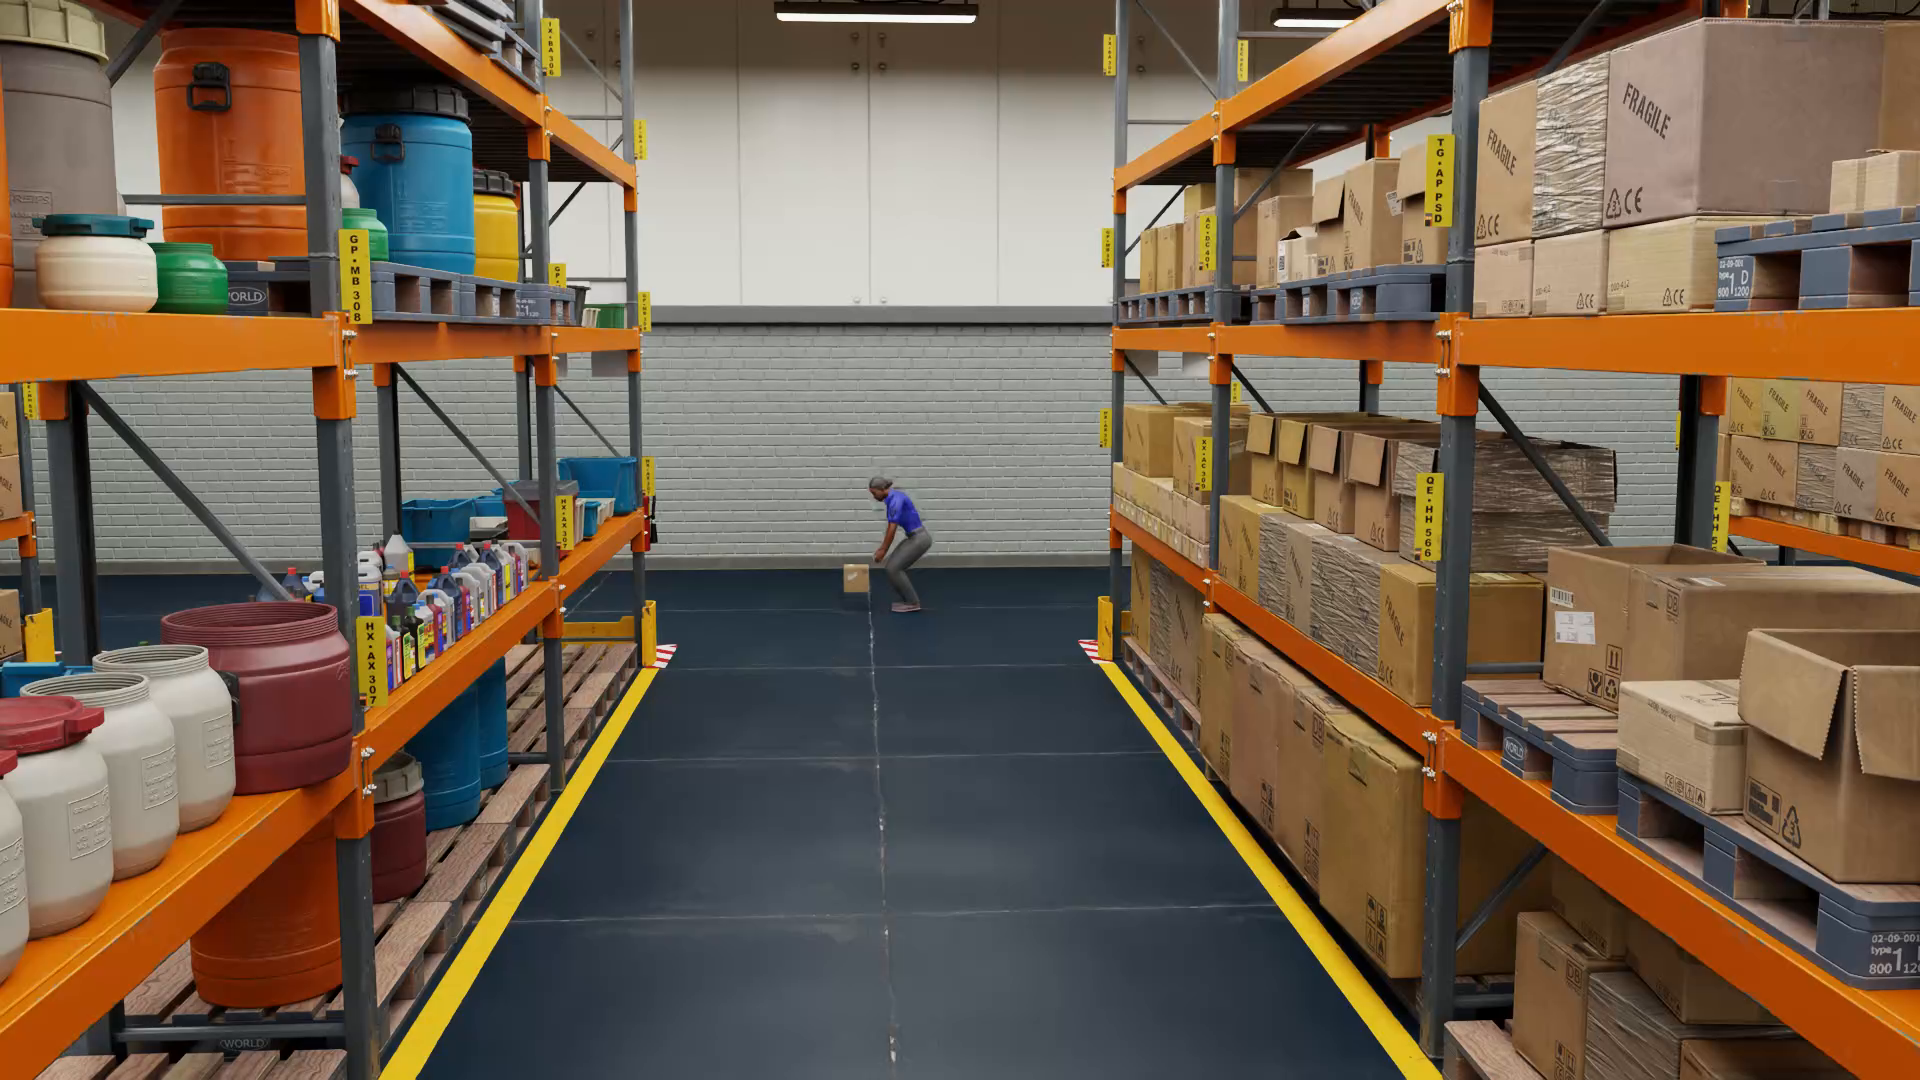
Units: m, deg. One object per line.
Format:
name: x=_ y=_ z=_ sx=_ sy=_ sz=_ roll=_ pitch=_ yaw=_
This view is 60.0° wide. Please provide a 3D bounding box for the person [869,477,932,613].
person: x=-0.594 y=0.040 z=16.701 sx=0.635 sy=1.364 sz=0.496 roll=0 pitch=7 yaw=-3
